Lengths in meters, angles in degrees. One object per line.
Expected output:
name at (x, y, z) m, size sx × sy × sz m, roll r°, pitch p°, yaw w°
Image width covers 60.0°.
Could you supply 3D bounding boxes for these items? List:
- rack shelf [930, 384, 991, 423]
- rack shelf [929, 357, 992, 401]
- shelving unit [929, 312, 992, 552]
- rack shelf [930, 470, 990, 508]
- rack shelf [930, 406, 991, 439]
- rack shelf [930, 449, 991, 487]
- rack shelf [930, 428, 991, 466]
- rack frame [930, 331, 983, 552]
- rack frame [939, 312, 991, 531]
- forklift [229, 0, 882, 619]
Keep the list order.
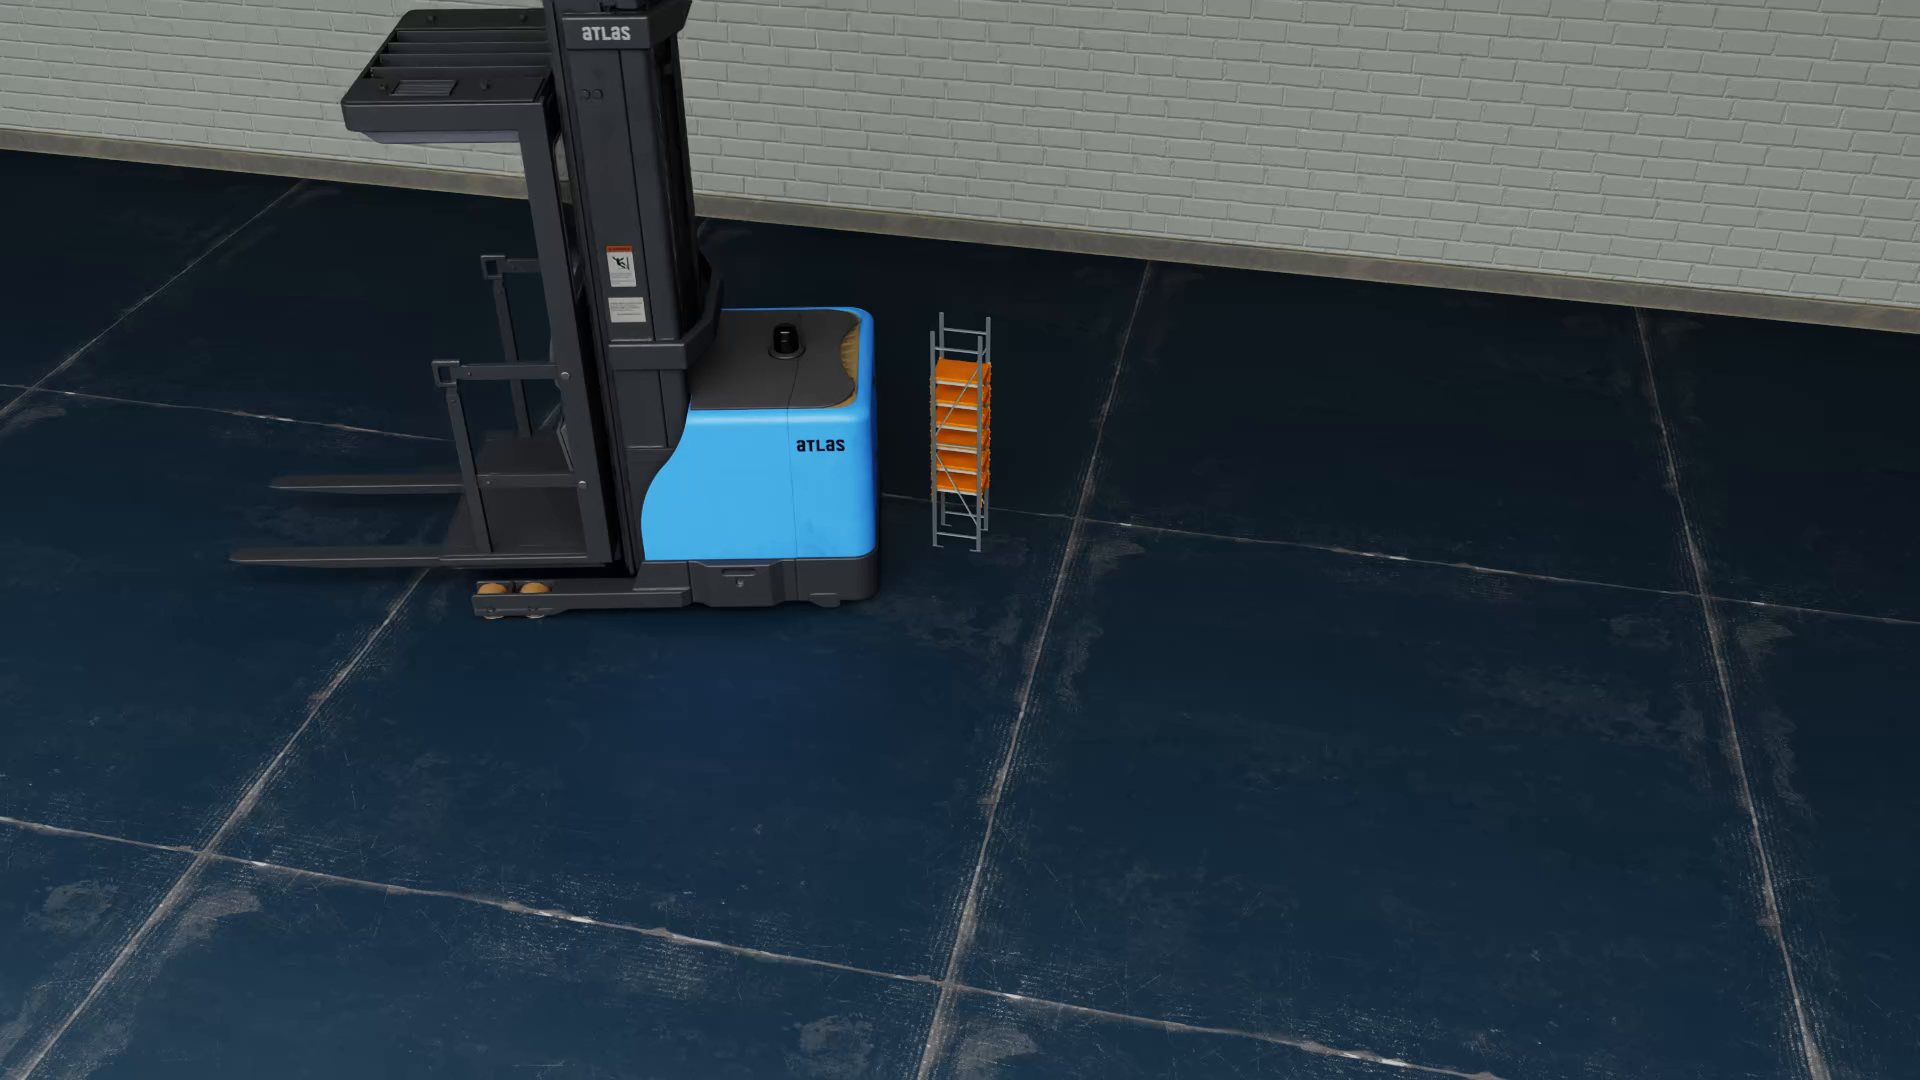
rack shelf at (0.003, -0.652, 7.795) m, size 0.258 × 0.103 × 0.180 m, roll 7°, pitch 37°, yaw 10°
rack shelf at (0.003, -0.750, 7.724) m, size 0.258 × 0.103 × 0.180 m, roll 7°, pitch 37°, yaw 10°
shelving unit at (0.003, -0.494, 7.909) m, size 0.258 × 1.200 × 0.189 m, roll 7°, pitch 37°, yaw 10°
rack shelf at (0.003, -0.264, 8.076) m, size 0.258 × 0.103 × 0.180 m, roll 7°, pitch 37°, yaw 10°
rack shelf at (0.003, -0.555, 7.865) m, size 0.258 × 0.103 × 0.180 m, roll 7°, pitch 37°, yaw 10°
rack shelf at (0.003, -0.361, 8.006) m, size 0.258 × 0.103 × 0.180 m, roll 7°, pitch 37°, yaw 10°
rack shelf at (0.003, -0.458, 7.935) m, size 0.258 × 0.103 × 0.180 m, roll 7°, pitch 37°, yaw 10°
rack frame at (-0.016, -0.442, 7.837) m, size 0.240 × 1.200 × 0.006 m, roll 7°, pitch 37°, yaw 10°
rack frame at (0.023, -0.547, 7.982) m, size 0.240 × 1.200 × 0.006 m, roll 7°, pitch 37°, yaw 10°
forklift at (-1.904, -1.135, 7.318) m, size 3.031 × 2.935 × 1.130 m, roll -1°, pitch 36°, yaw -1°
